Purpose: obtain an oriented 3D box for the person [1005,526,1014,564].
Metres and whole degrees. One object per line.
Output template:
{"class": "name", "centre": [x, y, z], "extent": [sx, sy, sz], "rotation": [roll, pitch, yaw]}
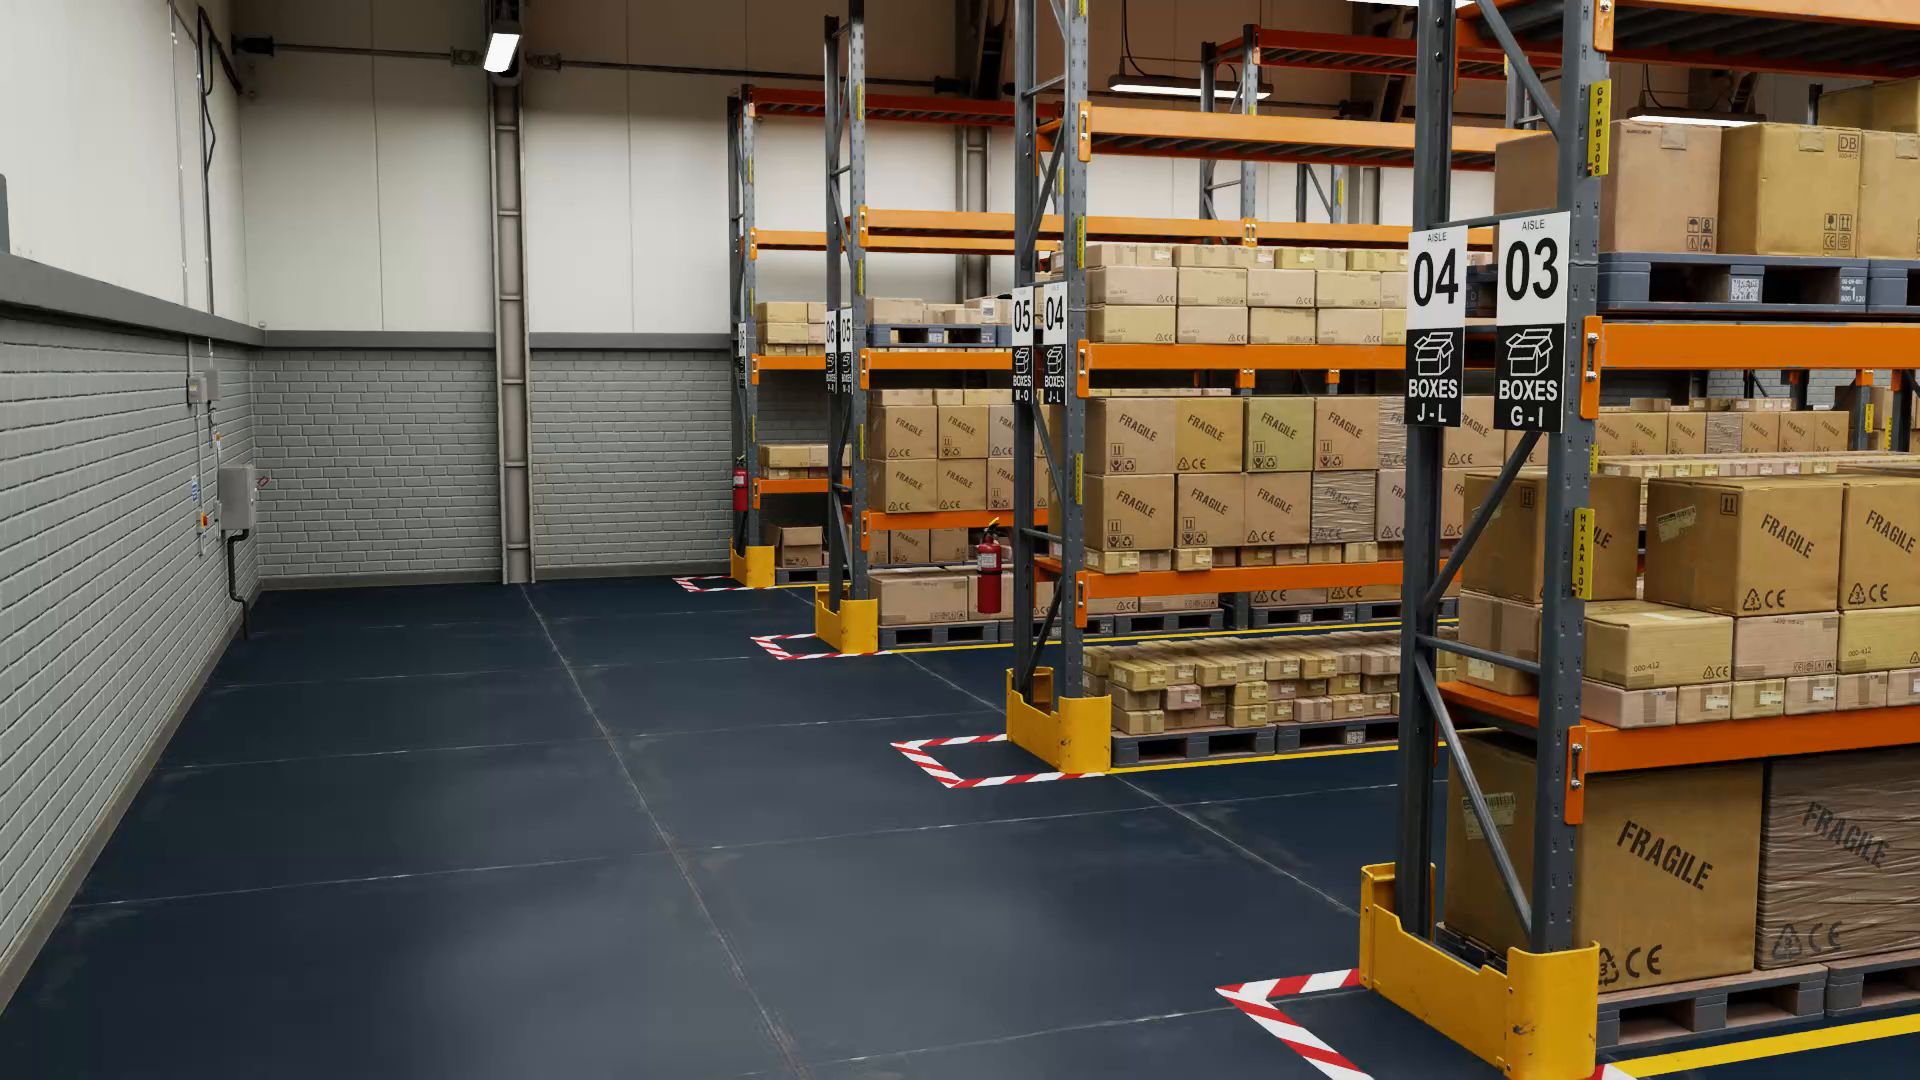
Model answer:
{"class": "person", "centre": [0.709, -0.184, 19.464], "extent": [0.357, 1.673, 0.520], "rotation": [-2, 6, -22]}
